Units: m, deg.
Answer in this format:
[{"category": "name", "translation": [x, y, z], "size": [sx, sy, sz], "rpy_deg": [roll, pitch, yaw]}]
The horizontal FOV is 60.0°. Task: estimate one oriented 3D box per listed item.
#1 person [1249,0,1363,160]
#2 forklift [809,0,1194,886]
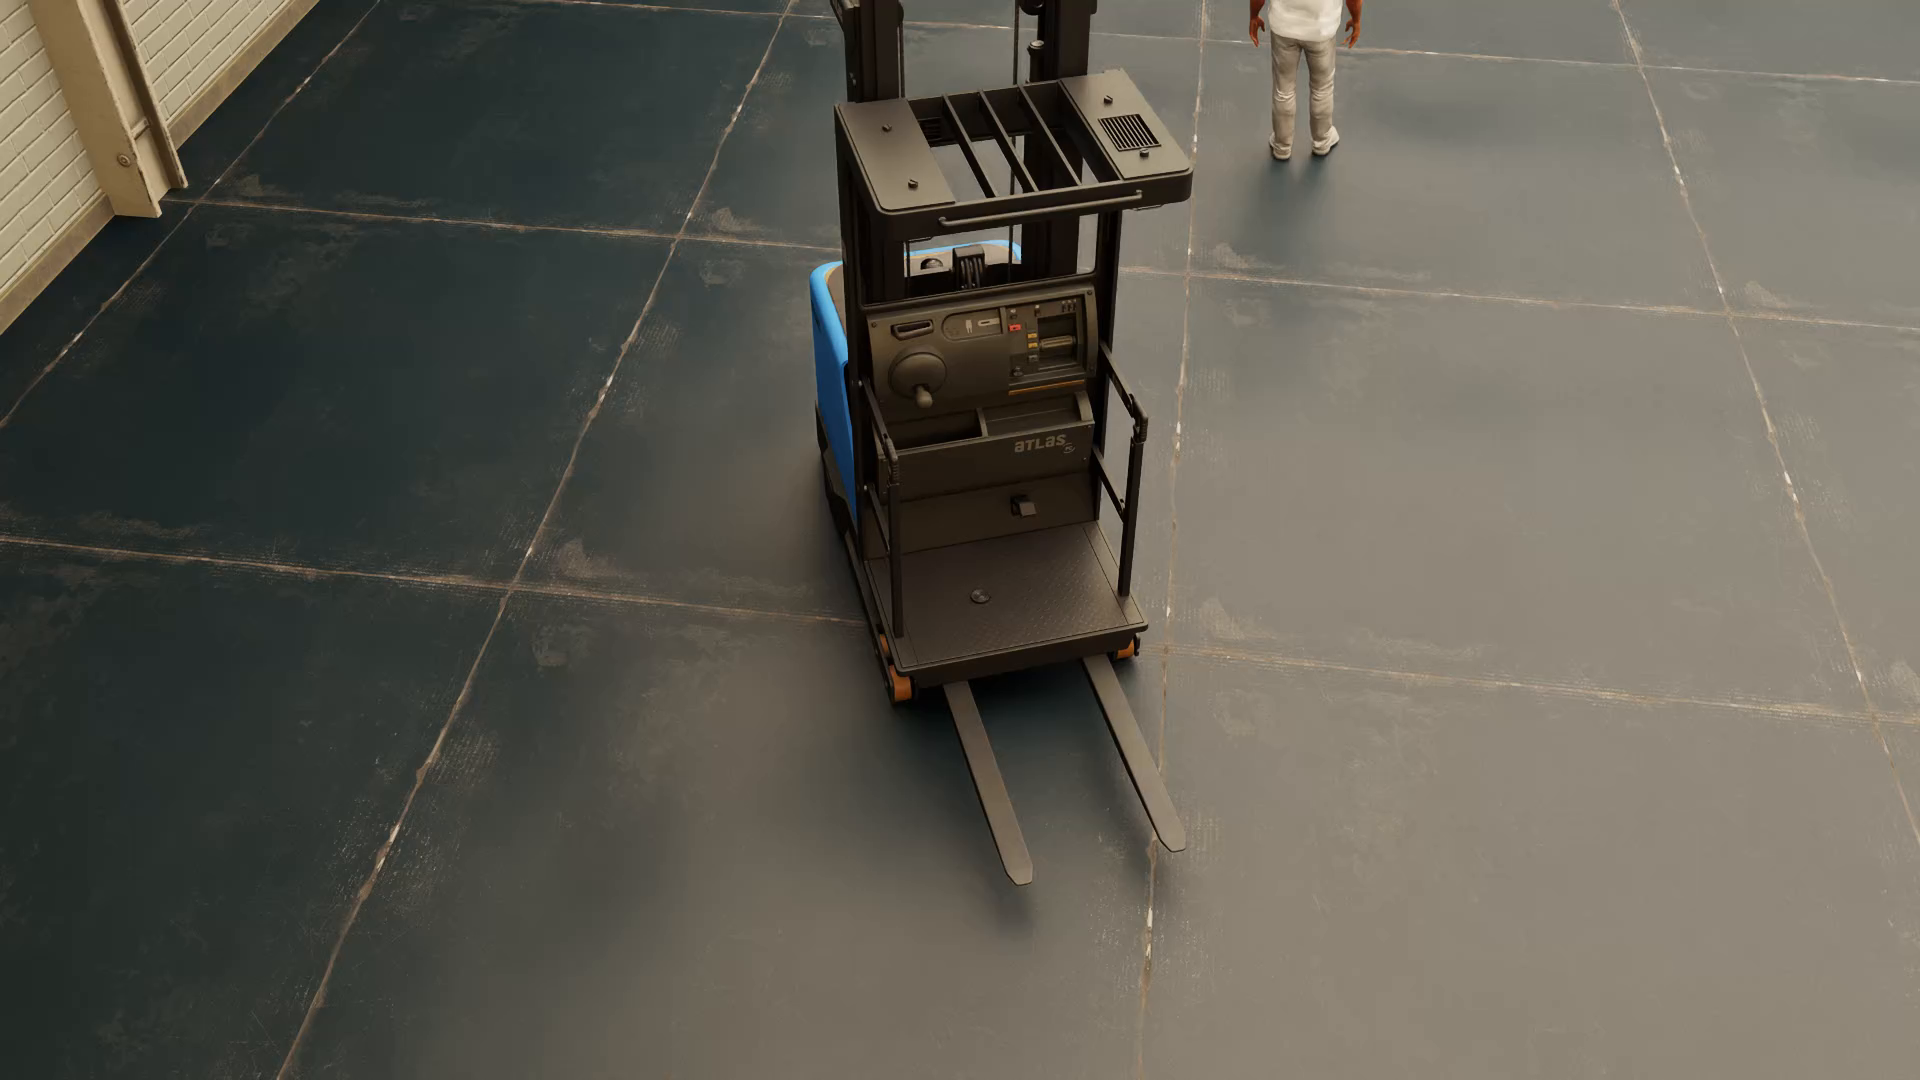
[{"category": "person", "translation": [2.071, -3.126, 9.978], "size": [0.665, 1.765, 0.577], "rpy_deg": [9, 43, 10]}, {"category": "forklift", "translation": [0.153, -0.681, 6.465], "size": [1.130, 2.935, 3.031], "rpy_deg": [-10, 44, -11]}]
